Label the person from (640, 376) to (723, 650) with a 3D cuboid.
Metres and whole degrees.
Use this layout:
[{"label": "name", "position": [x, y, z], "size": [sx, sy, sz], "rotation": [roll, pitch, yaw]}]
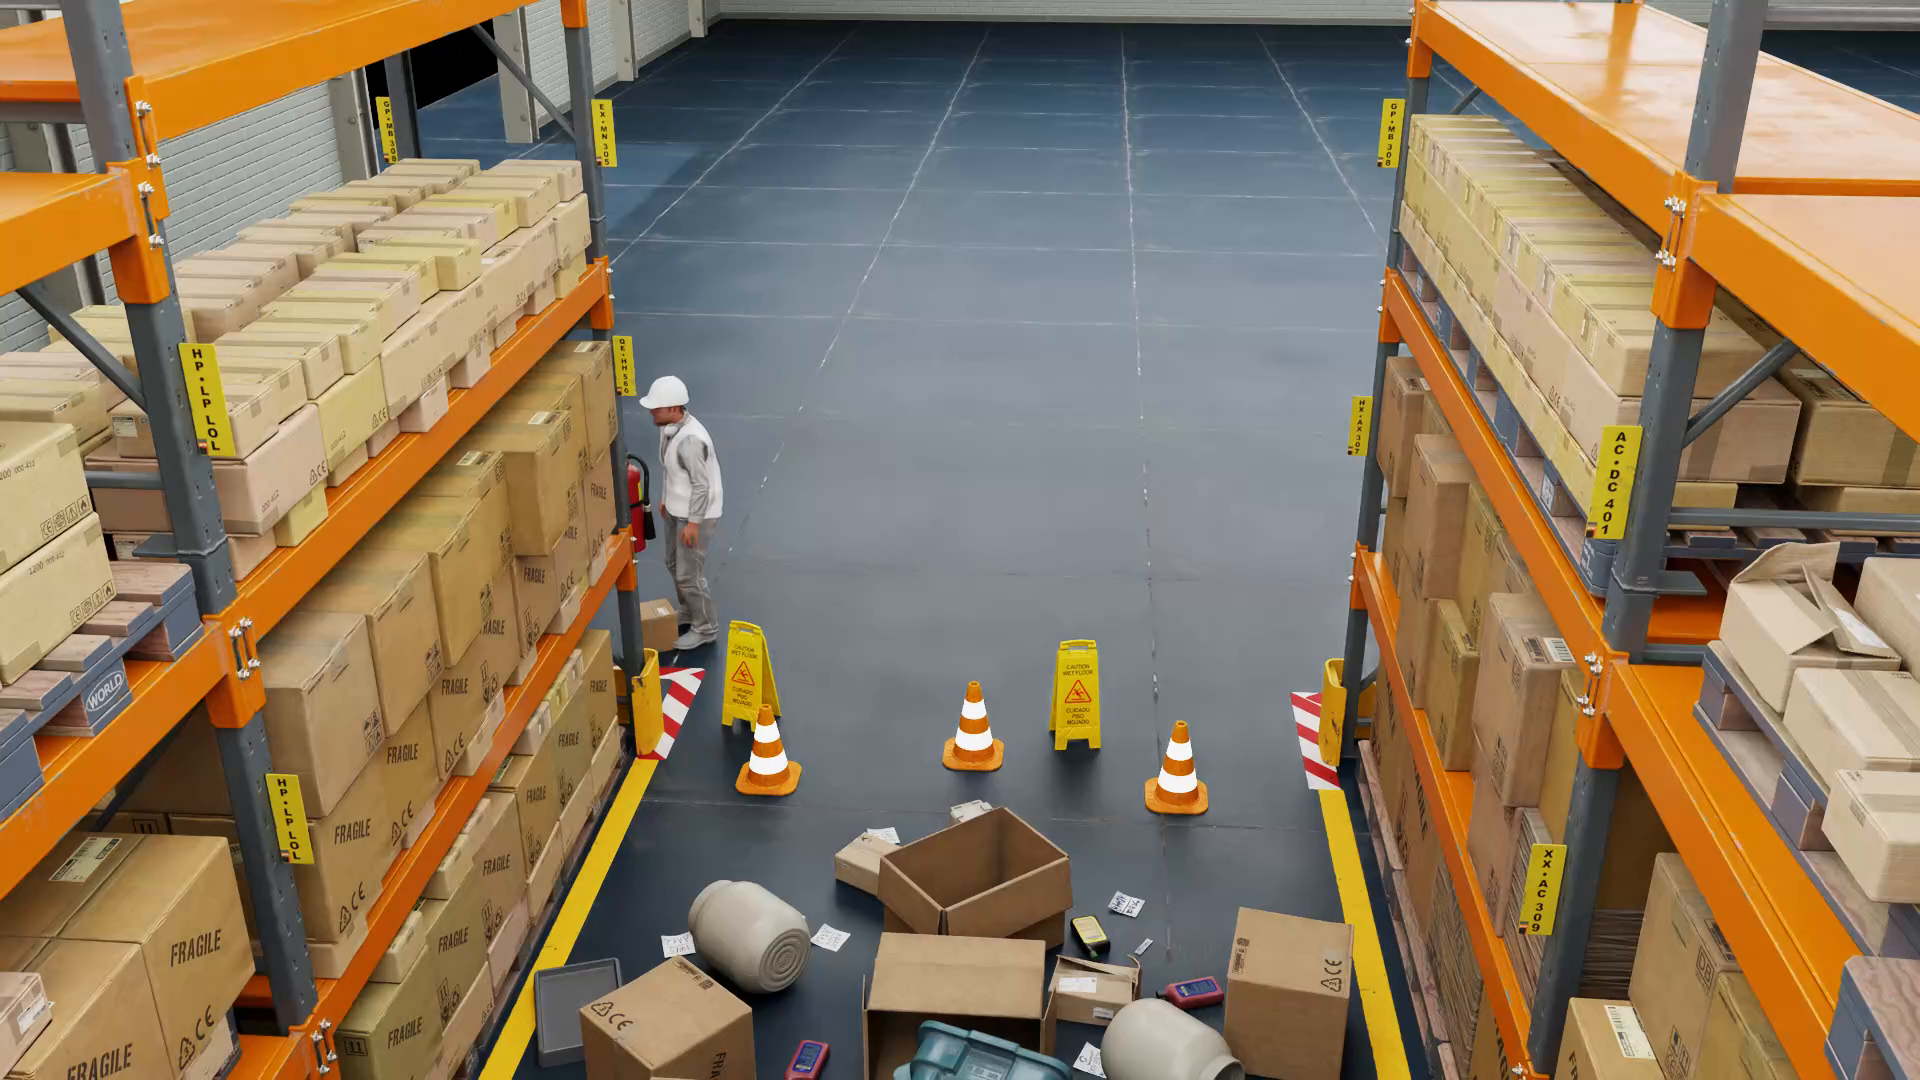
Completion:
[{"label": "person", "position": [-1.719, -0.188, 10.392], "size": [0.459, 1.773, 0.592], "rotation": [-11, 27, -23]}]
